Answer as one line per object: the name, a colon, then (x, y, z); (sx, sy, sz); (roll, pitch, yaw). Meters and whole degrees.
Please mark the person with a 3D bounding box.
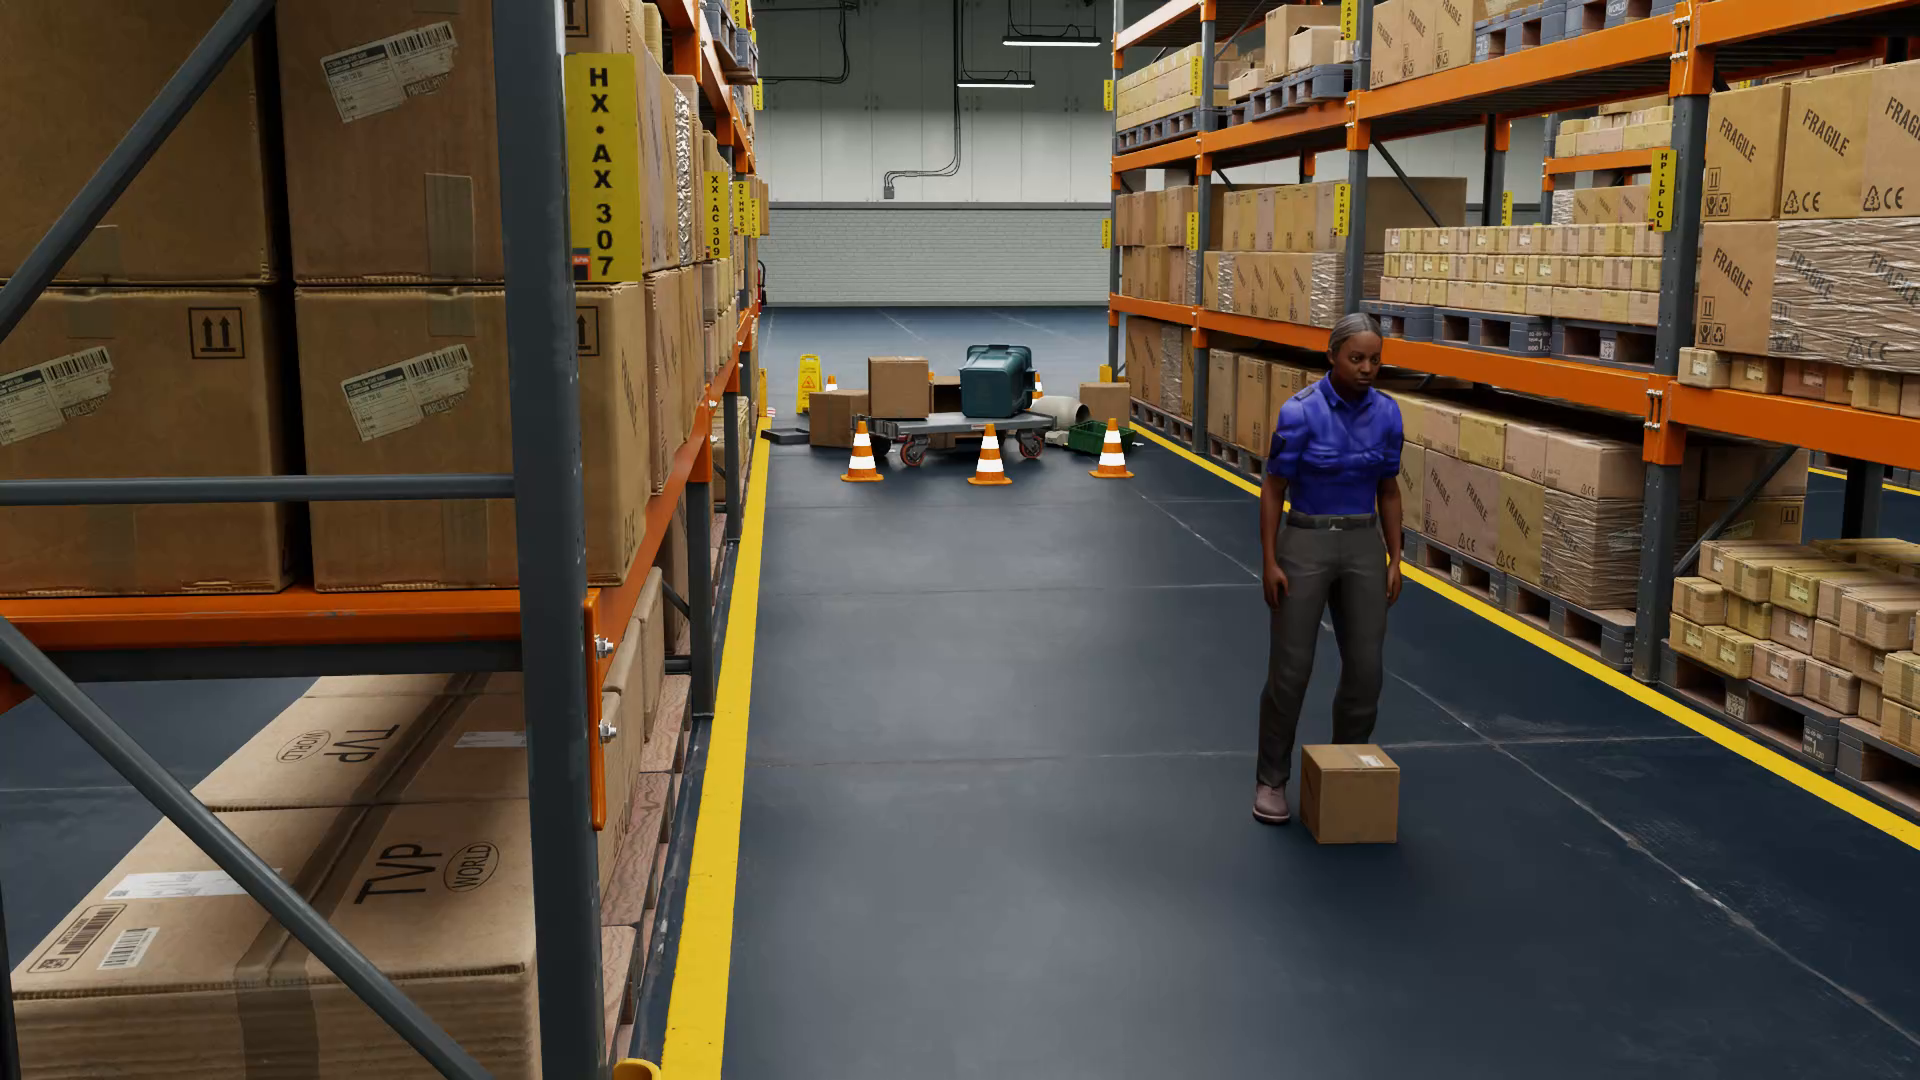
person: (1.213, 0.083, 5.457); (0.518, 1.653, 0.351); (-2, 10, -9)
